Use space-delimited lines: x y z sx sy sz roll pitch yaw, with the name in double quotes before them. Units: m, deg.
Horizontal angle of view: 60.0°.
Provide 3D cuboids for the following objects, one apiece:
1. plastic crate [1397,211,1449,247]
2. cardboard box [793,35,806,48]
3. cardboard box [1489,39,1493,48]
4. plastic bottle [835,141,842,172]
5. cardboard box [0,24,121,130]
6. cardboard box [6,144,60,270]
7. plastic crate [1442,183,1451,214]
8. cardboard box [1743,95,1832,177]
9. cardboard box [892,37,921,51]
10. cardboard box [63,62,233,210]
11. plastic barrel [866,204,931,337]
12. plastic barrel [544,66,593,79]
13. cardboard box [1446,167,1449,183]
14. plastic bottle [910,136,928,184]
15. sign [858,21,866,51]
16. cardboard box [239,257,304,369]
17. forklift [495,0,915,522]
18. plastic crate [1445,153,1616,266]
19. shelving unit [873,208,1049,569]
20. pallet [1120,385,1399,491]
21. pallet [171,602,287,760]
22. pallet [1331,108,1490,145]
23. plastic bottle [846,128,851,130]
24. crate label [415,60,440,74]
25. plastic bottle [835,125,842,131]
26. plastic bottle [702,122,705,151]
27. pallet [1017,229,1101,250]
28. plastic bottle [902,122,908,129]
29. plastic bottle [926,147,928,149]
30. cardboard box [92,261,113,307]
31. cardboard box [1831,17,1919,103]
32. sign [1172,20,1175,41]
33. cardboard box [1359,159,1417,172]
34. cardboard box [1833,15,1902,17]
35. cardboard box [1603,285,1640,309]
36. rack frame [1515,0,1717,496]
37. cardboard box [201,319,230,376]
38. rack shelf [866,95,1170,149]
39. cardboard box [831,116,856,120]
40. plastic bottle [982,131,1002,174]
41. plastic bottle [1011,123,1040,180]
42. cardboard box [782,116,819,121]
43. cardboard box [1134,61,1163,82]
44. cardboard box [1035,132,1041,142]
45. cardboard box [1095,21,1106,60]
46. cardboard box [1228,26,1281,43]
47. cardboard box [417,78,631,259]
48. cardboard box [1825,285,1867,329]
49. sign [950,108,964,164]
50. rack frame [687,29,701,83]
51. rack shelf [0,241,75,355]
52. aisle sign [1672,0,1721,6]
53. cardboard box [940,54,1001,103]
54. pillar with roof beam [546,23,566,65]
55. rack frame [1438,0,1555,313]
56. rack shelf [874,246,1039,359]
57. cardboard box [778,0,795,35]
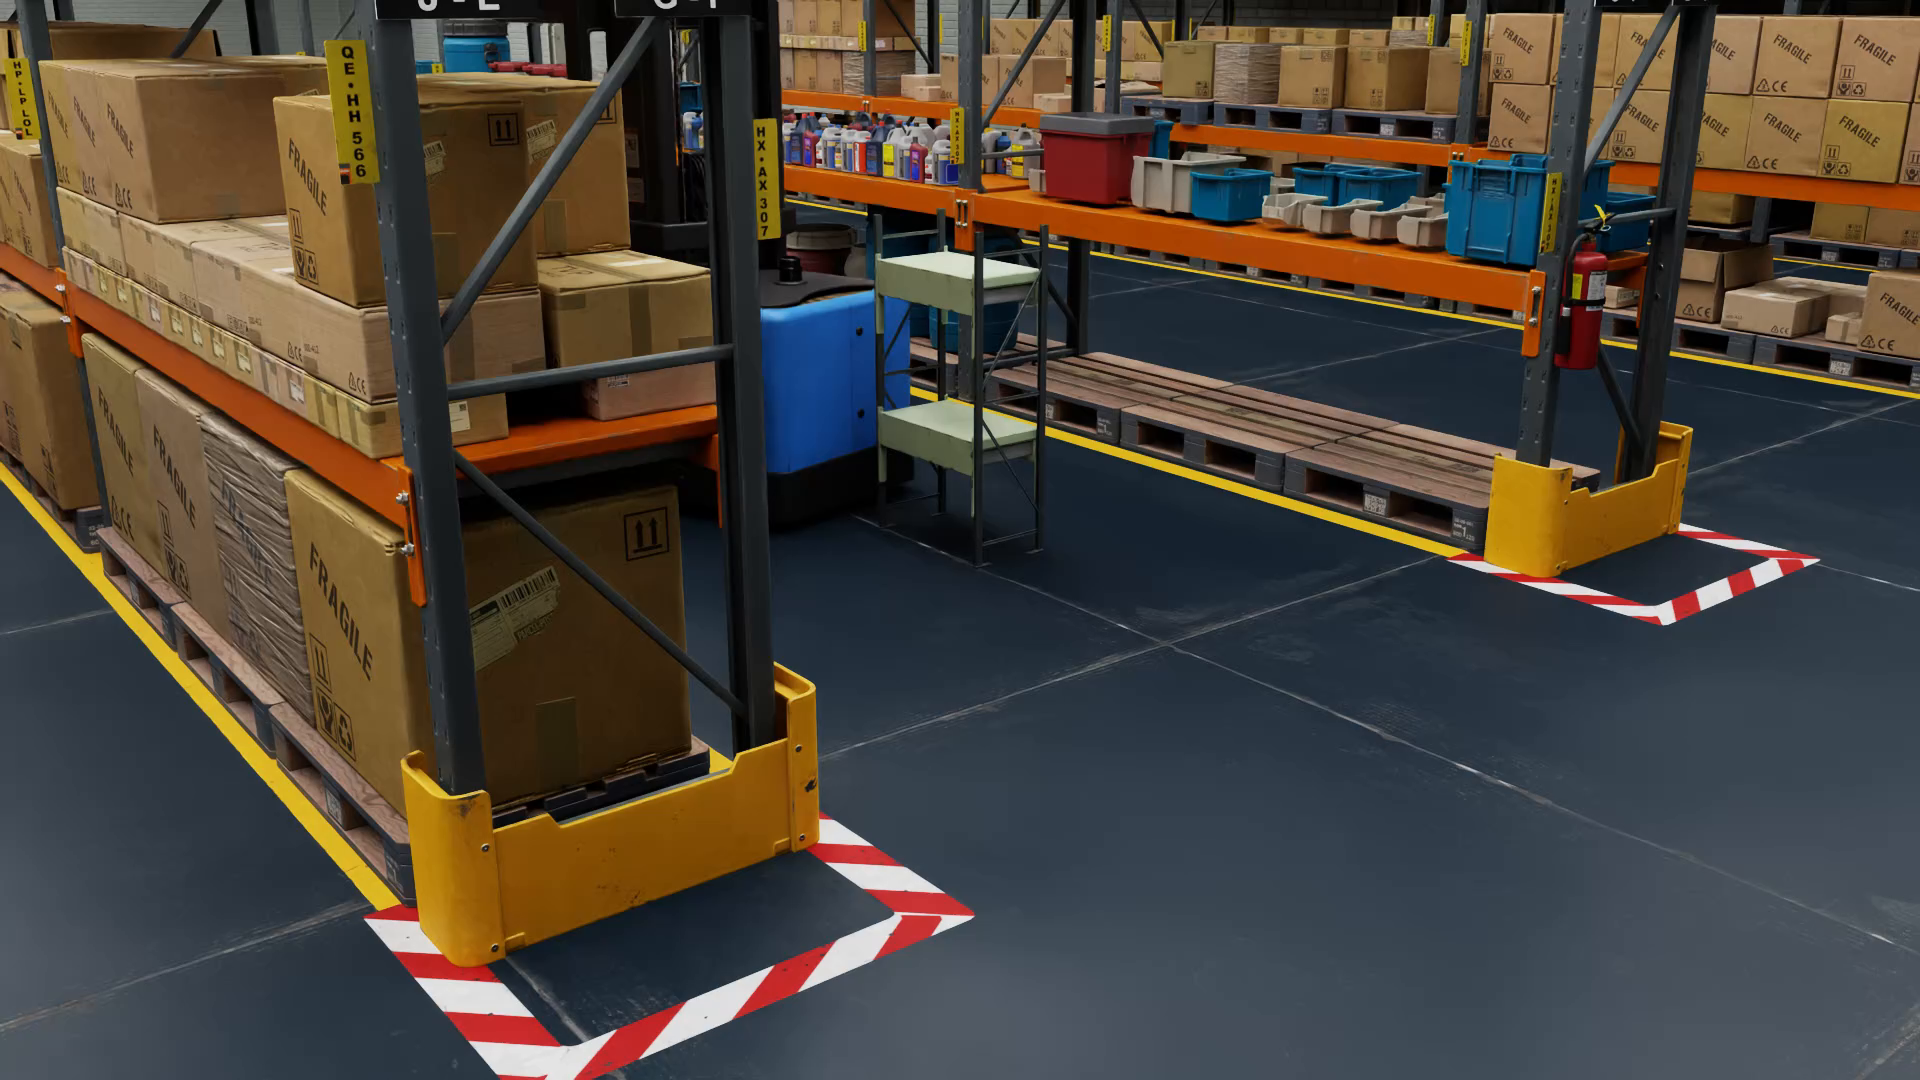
"plastic crate" 2.252 -1.475 7.869 0.396 0.136 0.243 -14 23 -36
"cardboard box" -1.790 -6.023 20.088 0.380 0.149 0.250 -13 22 -35
"cardboard box" 6.118 -5.209 18.156 0.500 0.500 0.500 -13 22 -34
"plastic bottle" -0.799 -2.602 11.265 0.097 0.201 0.097 0 18 0
"cardboard box" -4.685 -2.426 8.662 0.797 0.503 0.637 -13 22 -34
"cardboard box" -3.971 -1.534 7.566 0.500 0.500 0.500 -14 23 -36
"plastic crate" 2.596 -1.642 8.222 0.416 0.233 0.300 -14 23 -36
"cardboard box" 5.663 -2.728 11.169 0.500 0.500 0.500 -14 23 -36
"cardboard box" -0.681 -5.788 19.380 0.380 0.149 0.250 -14 23 -36
"cardboard box" -3.070 -1.560 6.375 0.500 0.500 0.500 -14 23 -36
"plastic barrel" -0.348 -1.907 11.519 0.600 0.901 0.708 -14 23 -36
"plastic barrel" -3.405 -3.862 14.536 0.433 0.535 0.433 0 18 0
"cardboard box" 6.053 -4.283 18.777 0.750 0.750 0.750 -14 23 -37
"plastic bottle" -0.261 -2.418 10.580 0.061 0.283 0.133 -14 23 -36
"sign" -1.100 -5.669 18.707 0.100 0.325 0.005 -14 23 -36
"cardboard box" -1.806 -0.702 4.977 0.500 0.250 0.500 -14 23 -37
"forklift" -1.710 -1.815 8.681 3.031 2.935 1.130 14 23 36
"plastic crate" 2.546 -1.497 7.461 0.616 0.435 0.499 -14 23 -36
"shelving unit" -0.004 -0.714 7.632 0.431 1.500 0.755 -14 23 -36
"pallet" 1.665 -0.594 9.319 1.003 0.211 1.213 -14 23 -36
"pallet" -2.294 0.402 6.312 1.003 0.211 1.213 -14 23 -36
"pallet" 3.891 -3.485 13.920 1.003 0.211 1.213 -14 23 -36
"plastic bottle" -0.763 -2.698 11.444 0.097 0.271 0.097 0 18 0
"crate label" -5.680 -4.965 18.028 0.502 0.435 0.616 -14 23 -36
"plastic bottle" -0.918 -3.034 12.569 0.097 0.201 0.097 0 18 0
"plastic bottle" -1.884 -3.062 12.525 0.061 0.283 0.133 -14 23 -36
"pallet" 1.337 -3.230 17.281 1.003 0.211 1.213 -14 23 -36
"plastic bottle" -0.402 -2.862 11.939 0.097 0.271 0.097 0 18 0
"plastic bottle" -0.222 -2.450 10.807 0.097 0.201 0.097 0 18 0
"cardboard box" -3.216 -1.038 6.626 0.380 0.149 0.250 -13 22 -34
"cardboard box" 5.979 -3.074 10.625 0.500 0.500 0.500 -13 22 -35
"sign" 2.795 -6.600 21.645 0.100 0.325 0.005 -14 23 -36
"cardboard box" 5.211 -4.500 19.958 0.700 0.500 0.500 -14 23 -35
"cardboard box" 6.079 -3.306 11.326 0.500 0.500 0.500 -14 23 -35
"cardboard box" 4.937 -1.865 12.529 0.380 0.166 0.250 -14 23 -36
"rack frame" 2.900 -1.406 7.337 1.000 3.000 0.127 -14 23 -36
"cardboard box" -2.259 -0.659 5.480 0.380 0.149 0.250 -14 23 -36
"rack shelf" 0.576 -4.495 17.808 1.077 0.370 4.000 -14 23 -36
"cardboard box" -1.329 -5.001 20.706 0.500 0.500 0.500 -14 23 -36
"plastic bottle" 0.200 -2.611 11.174 0.152 0.276 0.135 -14 23 -36
"plastic bottle" 0.427 -2.528 10.804 0.144 0.351 0.185 -14 23 -36
"cardboard box" -2.061 -5.019 20.761 0.500 0.500 0.500 -14 23 -36
"cardboard box" 2.684 -6.292 22.301 0.500 0.250 0.500 -14 23 -36
"cardboard box" 1.445 -5.886 24.444 0.500 0.311 0.500 -12 22 -32
"cardboard box" 2.061 -6.895 22.928 0.500 0.500 0.500 -15 23 -38
"cardboard box" 3.846 -6.282 21.202 0.700 0.500 0.500 -11 21 -31
"cardboard box" -1.380 -1.160 5.165 0.500 0.500 0.500 -15 23 -37
"cardboard box" 6.359 -1.588 11.561 0.500 0.250 0.500 -14 23 -36
"sign" -0.016 -2.416 9.947 0.100 0.325 0.005 -14 23 -36
"rack frame" -3.149 -6.315 22.160 1.000 3.000 0.127 -14 23 -36
"rack shelf" -4.708 -1.576 8.996 1.077 0.370 4.000 -14 23 -36
"aisle sign" 3.177 -2.680 7.050 0.394 0.787 0.004 -14 23 -36
"cardboard box" 0.126 -5.054 18.195 0.500 0.500 0.500 -12 22 -32
"pillar with roof beam" -12.706 -13.722 34.986 9.100 9.000 0.400 -14 23 -36
"rack frame" 4.302 -3.358 13.230 1.000 3.000 0.127 -14 23 -36
"rack shelf" -0.004 -1.084 7.509 0.431 0.370 0.720 -14 23 -36
"cardboard box" -1.881 -6.471 20.411 0.700 0.500 0.500 -14 23 -36
